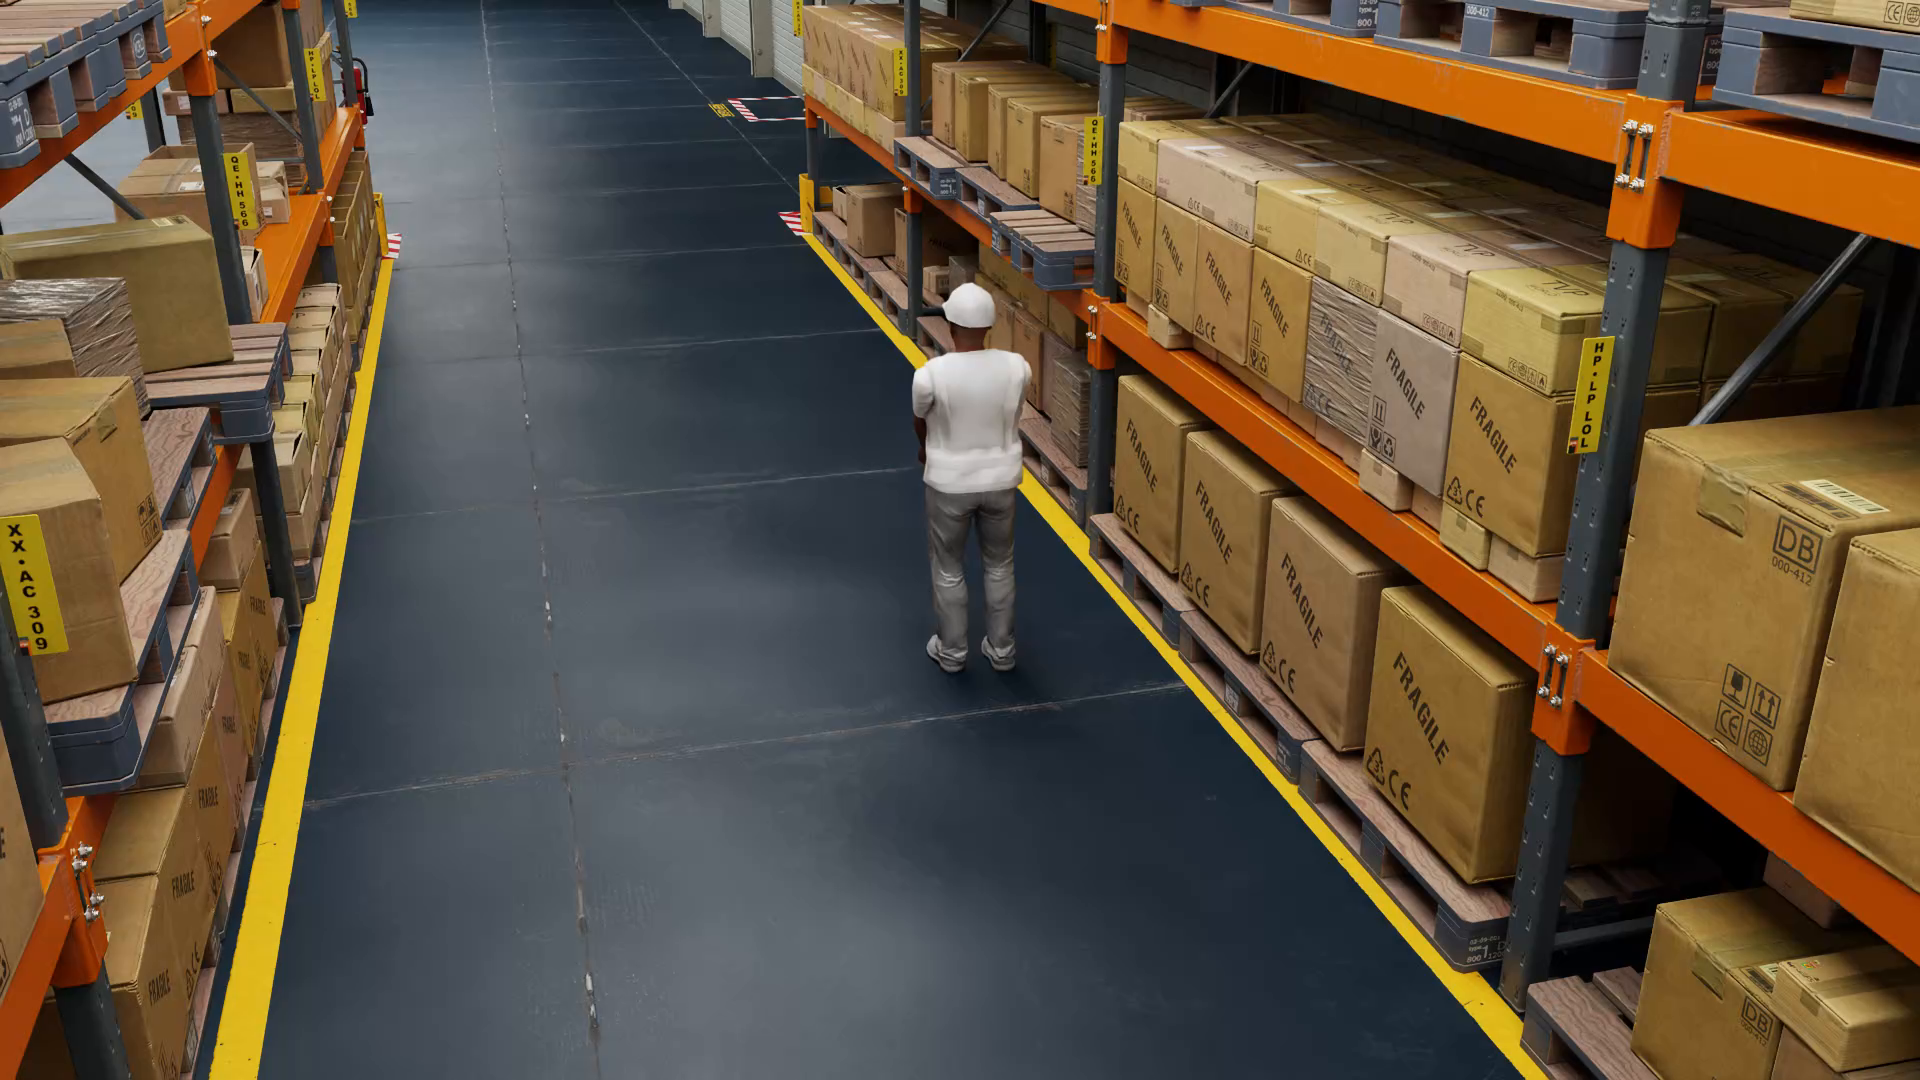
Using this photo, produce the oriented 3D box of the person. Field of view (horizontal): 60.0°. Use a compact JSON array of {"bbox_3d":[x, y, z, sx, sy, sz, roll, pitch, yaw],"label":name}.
[{"bbox_3d":[0.019,-0.282,7.239,0.504,1.762,0.566,-6,23,-13],"label":"person"}]
